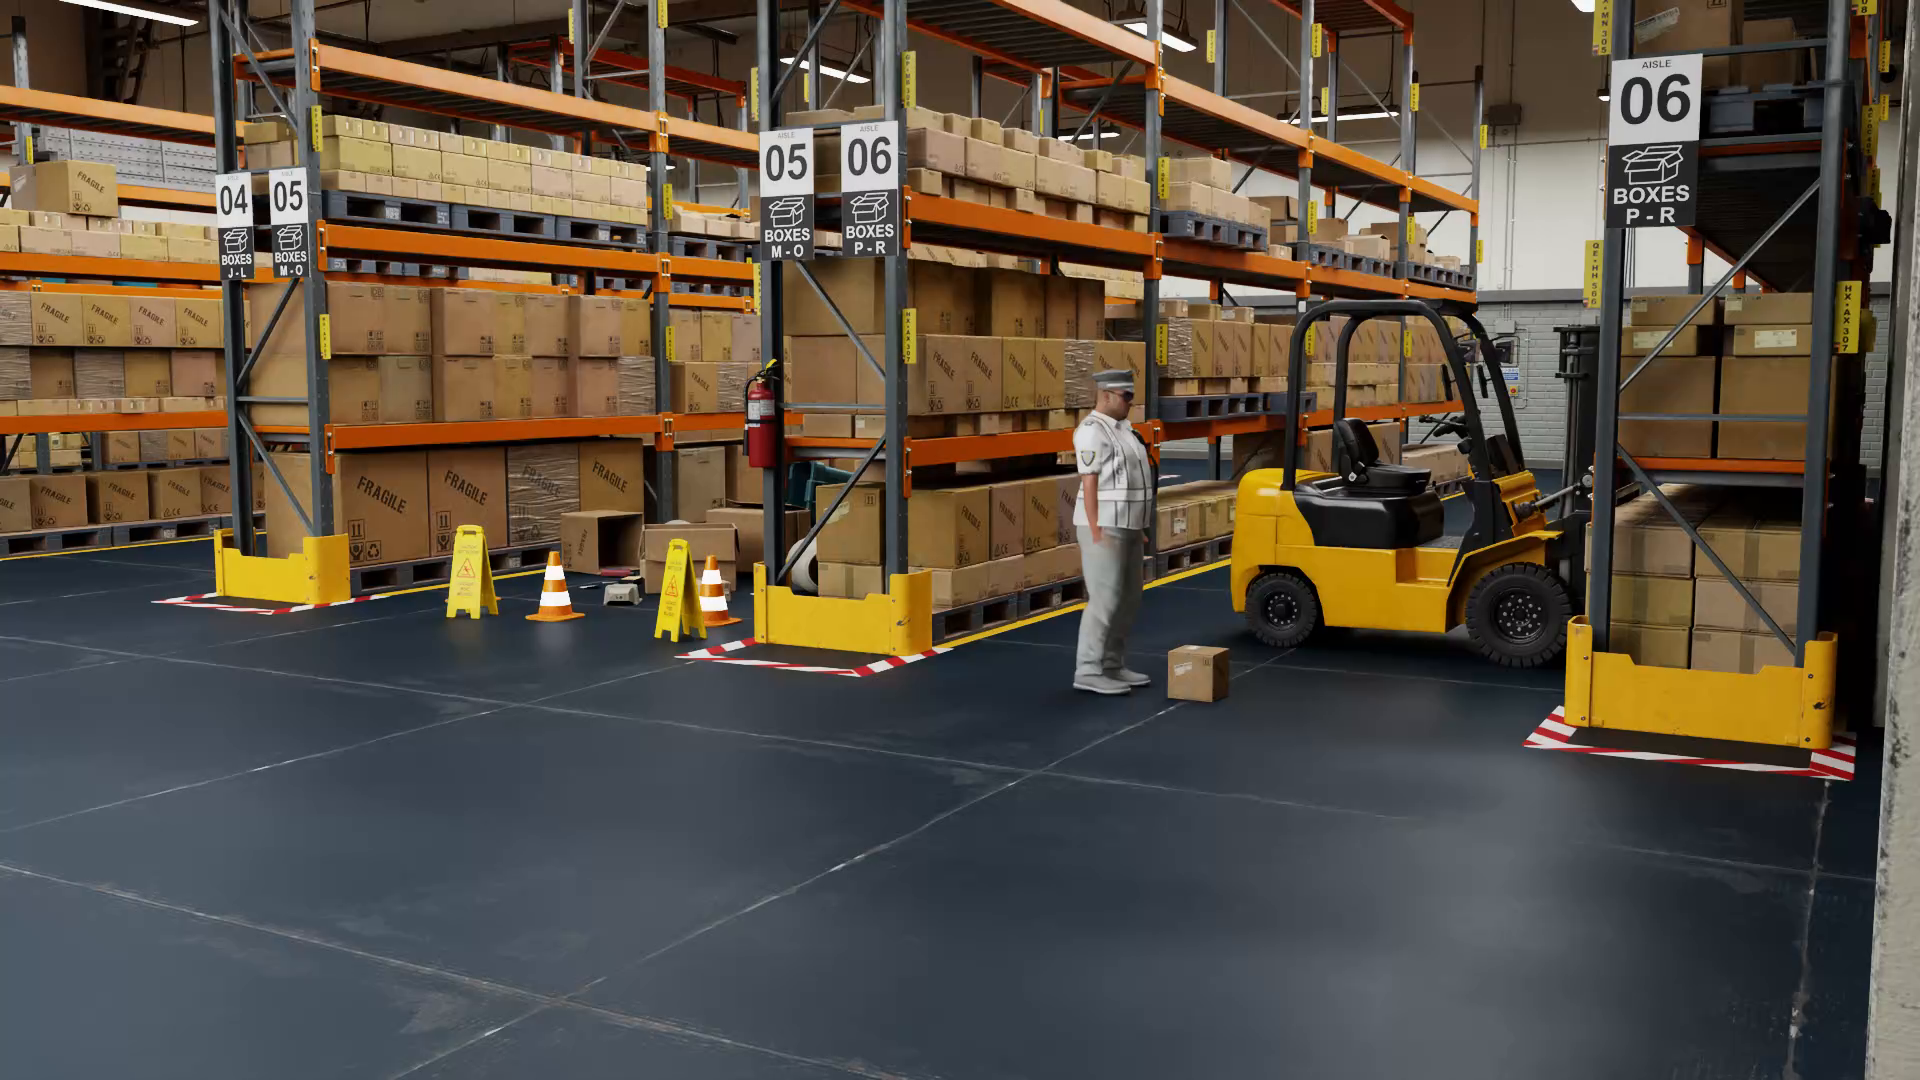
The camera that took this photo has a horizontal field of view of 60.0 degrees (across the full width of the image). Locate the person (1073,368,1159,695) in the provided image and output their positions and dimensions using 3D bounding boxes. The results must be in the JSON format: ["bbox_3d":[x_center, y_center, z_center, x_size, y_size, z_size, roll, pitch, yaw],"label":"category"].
[{"bbox_3d":[0.841,-0.057,9.041,0.393,1.742,0.528,3,7,30],"label":"person"}]
